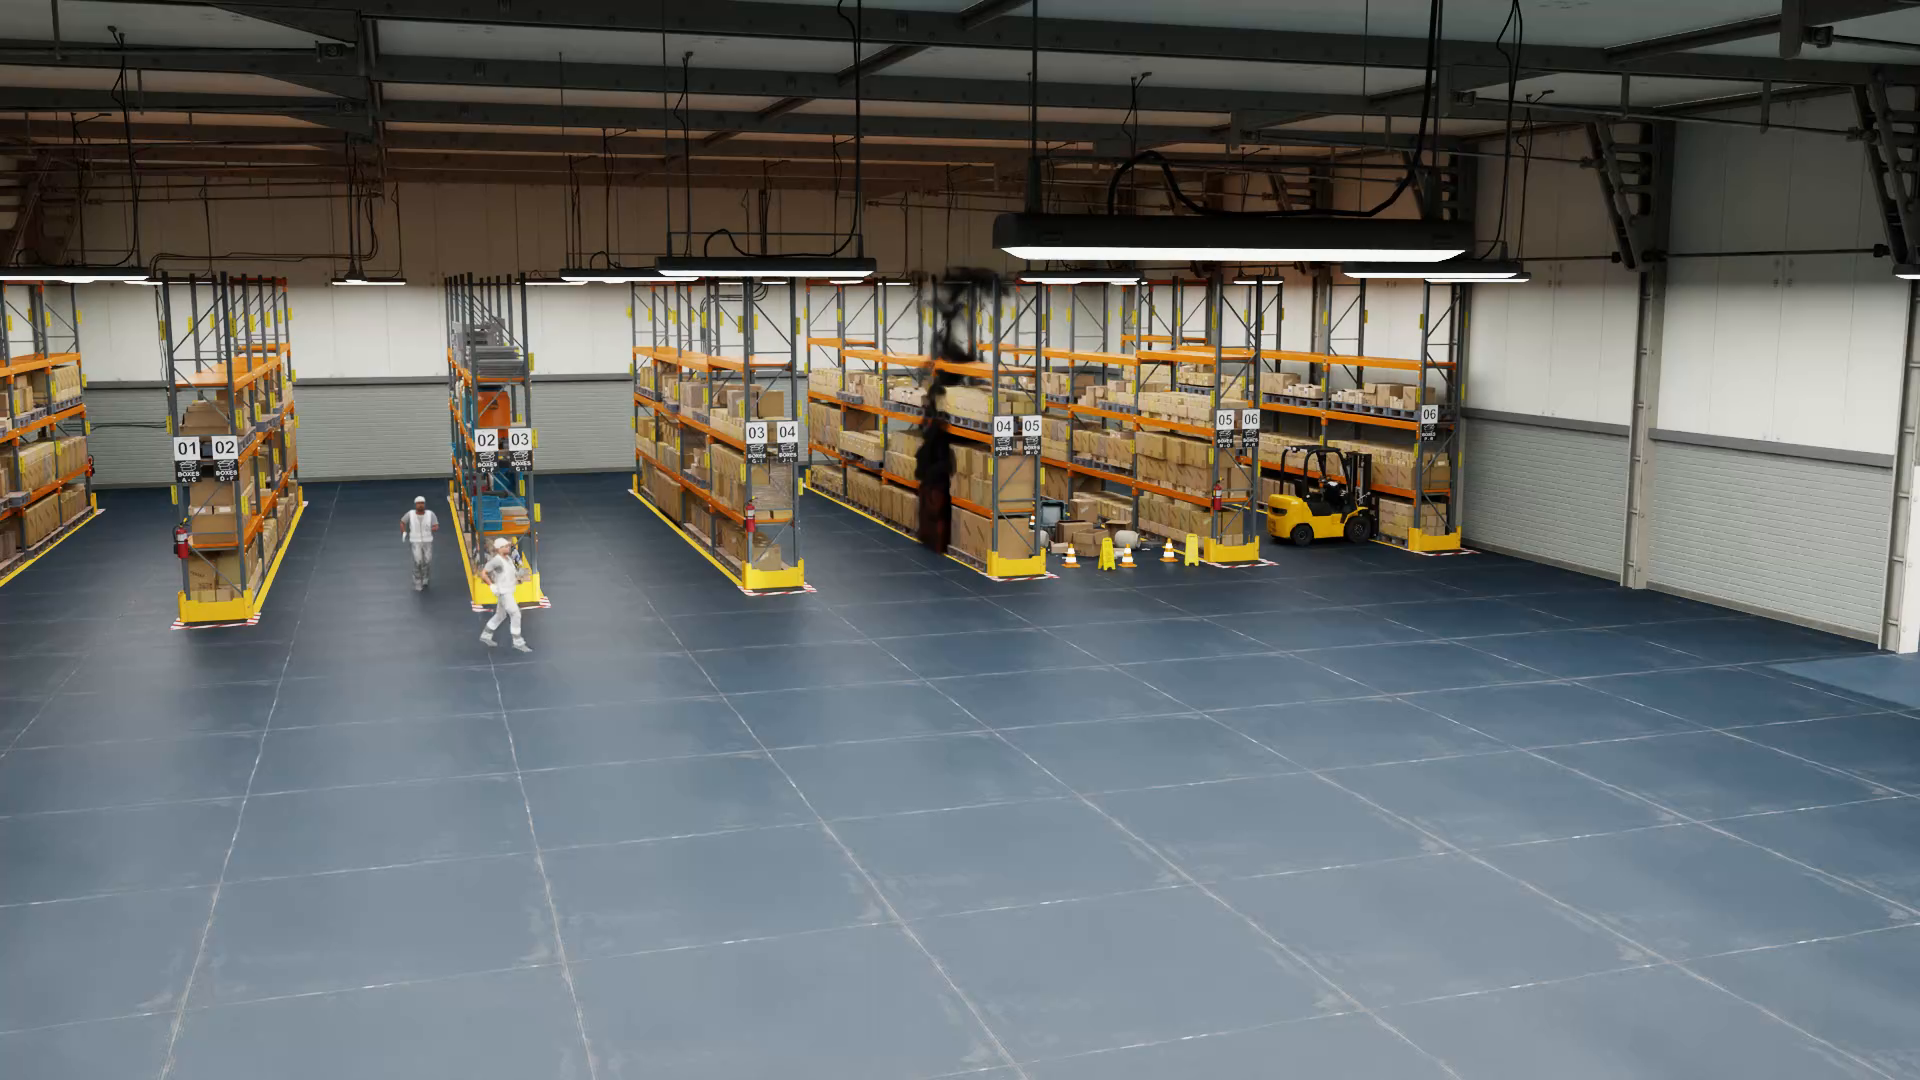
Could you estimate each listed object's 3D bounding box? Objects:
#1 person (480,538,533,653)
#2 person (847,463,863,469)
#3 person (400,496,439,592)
[{"bbox_3d":[-7.203,0.873,26.275,0.865,1.828,0.652,0,9,-1],"label":"person"},{"bbox_3d":[-3.170,-2.615,50.087,0.815,1.606,0.526,-2,9,-13],"label":"person"},{"bbox_3d":[-10.269,0.064,31.705,0.656,1.802,0.724,-5,10,-28],"label":"person"}]
